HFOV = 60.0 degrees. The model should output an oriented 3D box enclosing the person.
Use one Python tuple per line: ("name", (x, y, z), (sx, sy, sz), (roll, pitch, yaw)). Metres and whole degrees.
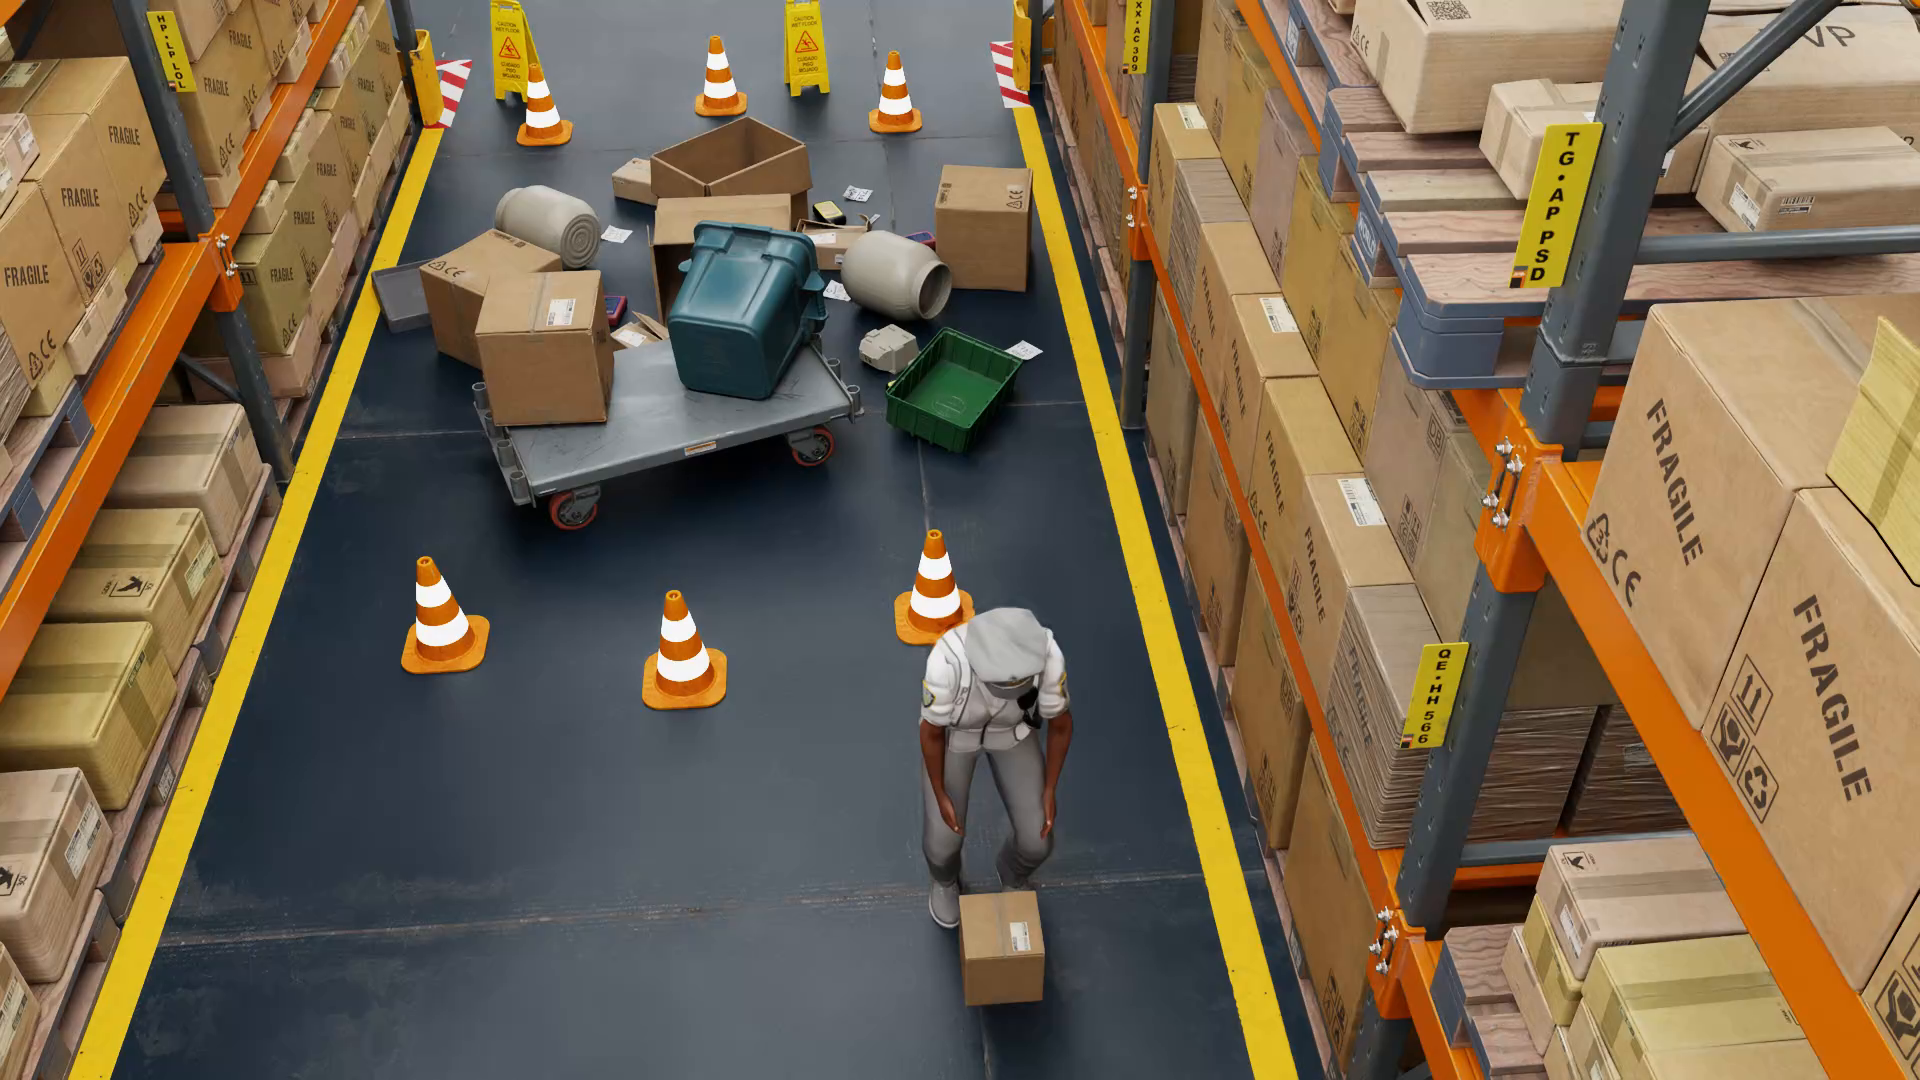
("person", (0.112, 0.718, 5.428), (0.490, 1.487, 0.628), (-3, 39, -4))
